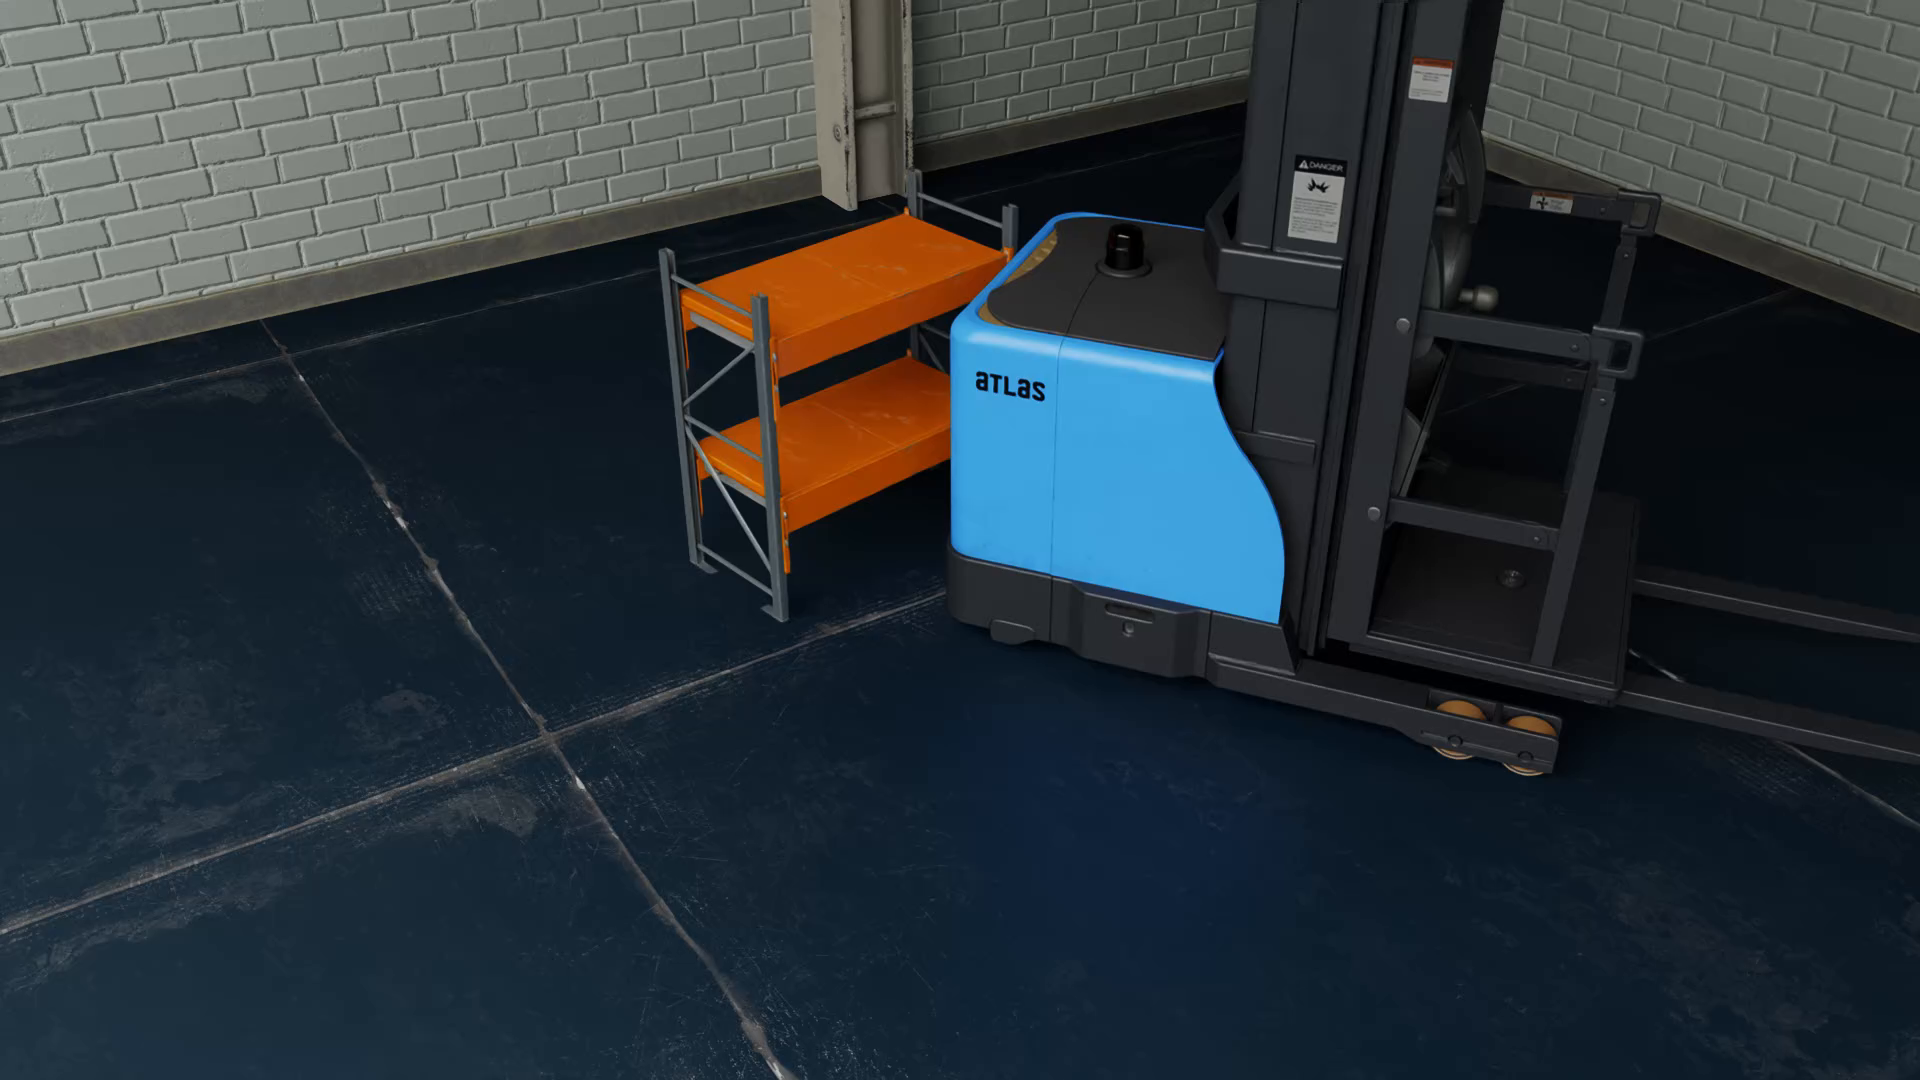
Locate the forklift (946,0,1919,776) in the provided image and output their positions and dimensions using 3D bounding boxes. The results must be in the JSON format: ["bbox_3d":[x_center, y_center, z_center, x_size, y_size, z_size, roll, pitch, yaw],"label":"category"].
[{"bbox_3d":[1.526,-0.897,4.424,3.031,2.935,1.130,12,34,18],"label":"forklift"}]

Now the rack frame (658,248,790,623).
[{"bbox_3d":[-0.731,-0.311,5.189,0.032,1.125,0.500,-27,41,-36],"label":"rack frame"}]

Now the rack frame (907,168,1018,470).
[{"bbox_3d":[0.005,-0.685,5.782,0.032,1.125,0.500,-27,41,-36],"label":"rack frame"}]

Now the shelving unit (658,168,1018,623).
[{"bbox_3d":[-0.363,-0.498,5.485,1.048,1.125,0.538,-27,41,-36],"label":"shelving unit"}]

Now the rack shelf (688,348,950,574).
[{"bbox_3d":[-0.363,-0.291,5.616,1.000,0.278,0.538,-27,41,-36],"label":"rack shelf"}]

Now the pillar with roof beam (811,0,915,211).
[{"bbox_3d":[1.854,-3.658,3.114,0.400,9.000,9.100,-19,37,-27],"label":"pillar with roof beam"}]

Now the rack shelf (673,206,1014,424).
[{"bbox_3d":[-0.363,-0.746,5.329,1.000,0.278,0.538,-27,41,-36],"label":"rack shelf"}]
